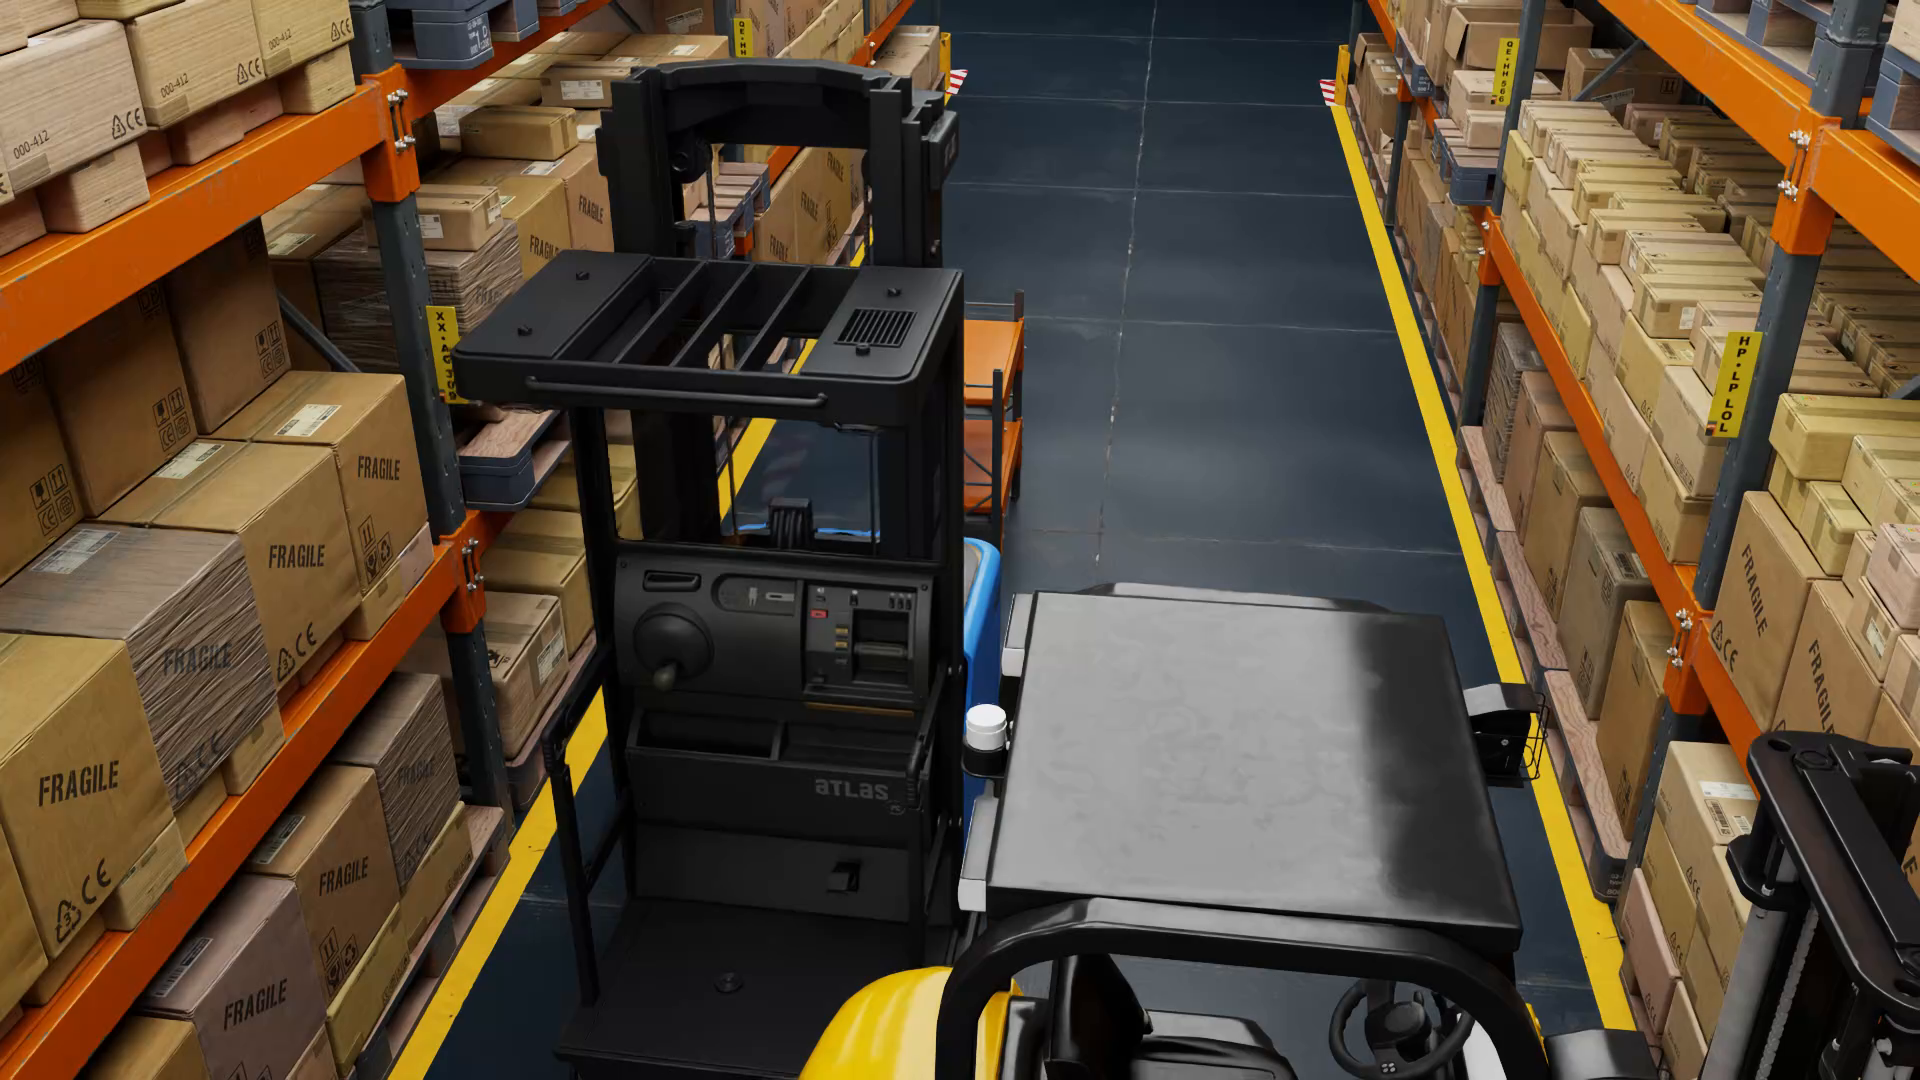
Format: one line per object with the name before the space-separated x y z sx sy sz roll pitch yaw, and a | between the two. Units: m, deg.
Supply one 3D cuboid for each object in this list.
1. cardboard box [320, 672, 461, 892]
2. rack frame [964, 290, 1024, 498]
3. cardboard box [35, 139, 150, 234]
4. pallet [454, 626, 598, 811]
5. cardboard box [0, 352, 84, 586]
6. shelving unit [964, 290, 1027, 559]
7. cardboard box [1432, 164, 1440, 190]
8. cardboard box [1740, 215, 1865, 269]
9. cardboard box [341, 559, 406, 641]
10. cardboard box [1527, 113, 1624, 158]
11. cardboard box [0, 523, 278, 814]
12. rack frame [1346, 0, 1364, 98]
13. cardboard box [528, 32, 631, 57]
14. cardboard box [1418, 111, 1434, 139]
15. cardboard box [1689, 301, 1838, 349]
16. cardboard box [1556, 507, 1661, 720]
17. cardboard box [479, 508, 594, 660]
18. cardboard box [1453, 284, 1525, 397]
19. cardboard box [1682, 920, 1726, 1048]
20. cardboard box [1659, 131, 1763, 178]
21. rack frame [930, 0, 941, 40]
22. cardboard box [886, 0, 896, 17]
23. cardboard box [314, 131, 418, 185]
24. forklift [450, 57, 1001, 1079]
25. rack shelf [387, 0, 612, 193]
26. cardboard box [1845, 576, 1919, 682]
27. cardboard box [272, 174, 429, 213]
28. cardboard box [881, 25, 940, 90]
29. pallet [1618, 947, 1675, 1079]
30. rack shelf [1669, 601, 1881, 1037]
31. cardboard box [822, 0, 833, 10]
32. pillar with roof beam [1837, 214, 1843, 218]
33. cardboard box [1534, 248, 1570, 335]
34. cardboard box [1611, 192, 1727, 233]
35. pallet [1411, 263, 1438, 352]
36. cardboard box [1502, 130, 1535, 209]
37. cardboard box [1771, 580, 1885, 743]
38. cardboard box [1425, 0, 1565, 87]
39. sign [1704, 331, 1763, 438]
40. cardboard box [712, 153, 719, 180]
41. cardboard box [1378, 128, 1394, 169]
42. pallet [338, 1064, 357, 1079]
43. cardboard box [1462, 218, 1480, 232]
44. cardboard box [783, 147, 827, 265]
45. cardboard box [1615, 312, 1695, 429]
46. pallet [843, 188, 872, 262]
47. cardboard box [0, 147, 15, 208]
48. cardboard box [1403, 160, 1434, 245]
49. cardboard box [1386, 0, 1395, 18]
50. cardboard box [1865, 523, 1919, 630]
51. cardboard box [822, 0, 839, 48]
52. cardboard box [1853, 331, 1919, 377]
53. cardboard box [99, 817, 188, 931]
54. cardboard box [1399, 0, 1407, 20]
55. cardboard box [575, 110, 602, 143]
cardboard box | -1.969 0.760 5.343 0.500 0.500 0.500 3 28 5
rack frame | 0.063 -0.738 8.433 0.500 1.125 0.032 3 28 6
cardboard box | -2.039 -0.790 3.656 0.380 0.149 0.250 4 29 8
pallet | -2.069 0.631 6.856 1.003 0.211 1.213 3 28 6
cardboard box | -2.604 -0.177 3.942 0.700 0.500 0.500 3 28 5
shelving unit | 0.001 -0.498 7.989 0.538 1.125 1.048 3 28 6
cardboard box | 3.371 -2.424 11.096 0.380 0.149 0.250 3 28 6
cardboard box | 3.253 -1.141 6.416 0.380 0.149 0.250 4 29 7
cardboard box | -1.923 0.167 5.042 0.380 0.149 0.250 4 29 7
cardboard box | 2.891 -1.897 7.820 0.380 0.149 0.250 4 29 7
cardboard box | -2.086 0.306 4.101 0.500 0.500 0.500 4 29 8
rack frame | 4.234 -5.592 15.467 1.000 3.000 0.127 3 28 6
cardboard box | -1.957 -2.274 8.447 0.500 0.500 0.500 3 28 5
cardboard box | 3.452 -2.932 11.724 0.380 0.149 0.250 2 28 4
cardboard box | 2.681 -0.681 5.563 0.380 0.149 0.250 3 28 6
cardboard box | 2.920 0.306 6.580 0.875 0.625 0.625 3 28 6
cardboard box | -2.016 0.156 7.125 0.950 0.372 0.625 5 29 9
cardboard box | 3.093 -1.122 9.363 0.500 0.500 0.500 4 29 8
cardboard box | 2.339 1.309 4.587 0.500 0.250 0.500 3 28 6
cardboard box | 3.402 -1.743 7.533 0.380 0.149 0.250 3 28 6
rack frame | -0.692 -5.879 15.999 1.000 3.000 0.127 3 28 6
cardboard box | -0.799 -4.482 13.302 0.500 0.500 0.500 4 29 7
cardboard box | -2.259 -1.431 6.198 0.380 0.149 0.250 3 28 5
forklift | -0.569 0.306 4.592 1.130 2.935 3.031 4 29 8
rack shelf | -1.918 -2.175 6.721 1.077 0.370 4.000 3 28 6
cardboard box | 2.326 0.220 3.890 0.380 0.149 0.250 4 29 7
cardboard box | -2.274 -1.054 6.182 0.500 0.500 0.500 4 29 6
cardboard box | -0.674 -4.619 15.920 0.875 0.438 0.875 2 28 4
pallet | 2.625 1.656 4.953 1.003 0.211 1.213 3 28 6
rack shelf | 2.519 1.315 3.405 1.077 0.370 4.000 3 28 6
cardboard box | -1.126 -3.774 10.932 0.500 0.500 0.500 4 29 8
pillar with roof beam | -0.284 -4.051 6.282 9.100 9.000 0.400 3 28 6
cardboard box | 2.835 -1.086 7.262 0.500 0.250 0.500 2 28 5
cardboard box | 2.839 -1.287 6.686 0.380 0.149 0.250 3 28 6
pallet | 3.535 -1.520 10.850 1.003 0.211 1.213 3 28 6
cardboard box | 2.933 -1.787 8.036 0.500 0.250 0.500 3 28 6
cardboard box | 2.403 0.452 4.142 0.500 0.500 0.500 4 29 7
cardboard box | 3.303 -3.110 10.312 0.700 0.500 0.500 3 28 6
sign | 2.224 -0.445 4.776 0.100 0.325 0.005 3 28 6
cardboard box | -1.440 -1.889 8.415 0.380 0.149 0.250 4 29 7
cardboard box | 3.565 -3.138 13.351 0.396 0.266 0.258 4 29 8
pallet | -2.357 1.892 4.516 1.003 0.211 1.213 3 28 6
cardboard box | 3.220 -1.817 9.968 0.380 0.149 0.250 4 29 8
cardboard box | -1.392 -2.102 10.787 0.875 0.875 0.875 4 29 7
cardboard box | 2.626 -0.586 5.806 0.500 0.250 0.500 3 28 5
pallet | -1.202 -2.401 12.483 1.003 0.211 1.213 3 28 6
cardboard box | -2.134 -0.675 3.022 0.500 0.250 0.500 4 29 7
cardboard box | 3.406 -2.328 11.601 0.500 0.500 0.500 3 28 6
cardboard box | 3.613 -4.255 13.250 0.380 0.149 0.250 3 28 5
cardboard box | 2.332 0.093 3.812 0.380 0.149 0.250 4 29 7
cardboard box | -1.106 -3.448 11.119 0.500 0.250 0.500 4 29 7
cardboard box | 3.105 -0.549 5.317 0.380 0.149 0.250 2 28 5
cardboard box | -2.077 0.770 3.923 0.380 0.149 0.250 4 29 7
cardboard box | 3.565 -4.028 12.408 0.500 0.250 0.500 4 29 7
cardboard box | -1.633 -1.504 7.017 0.500 0.500 0.500 2 28 4
